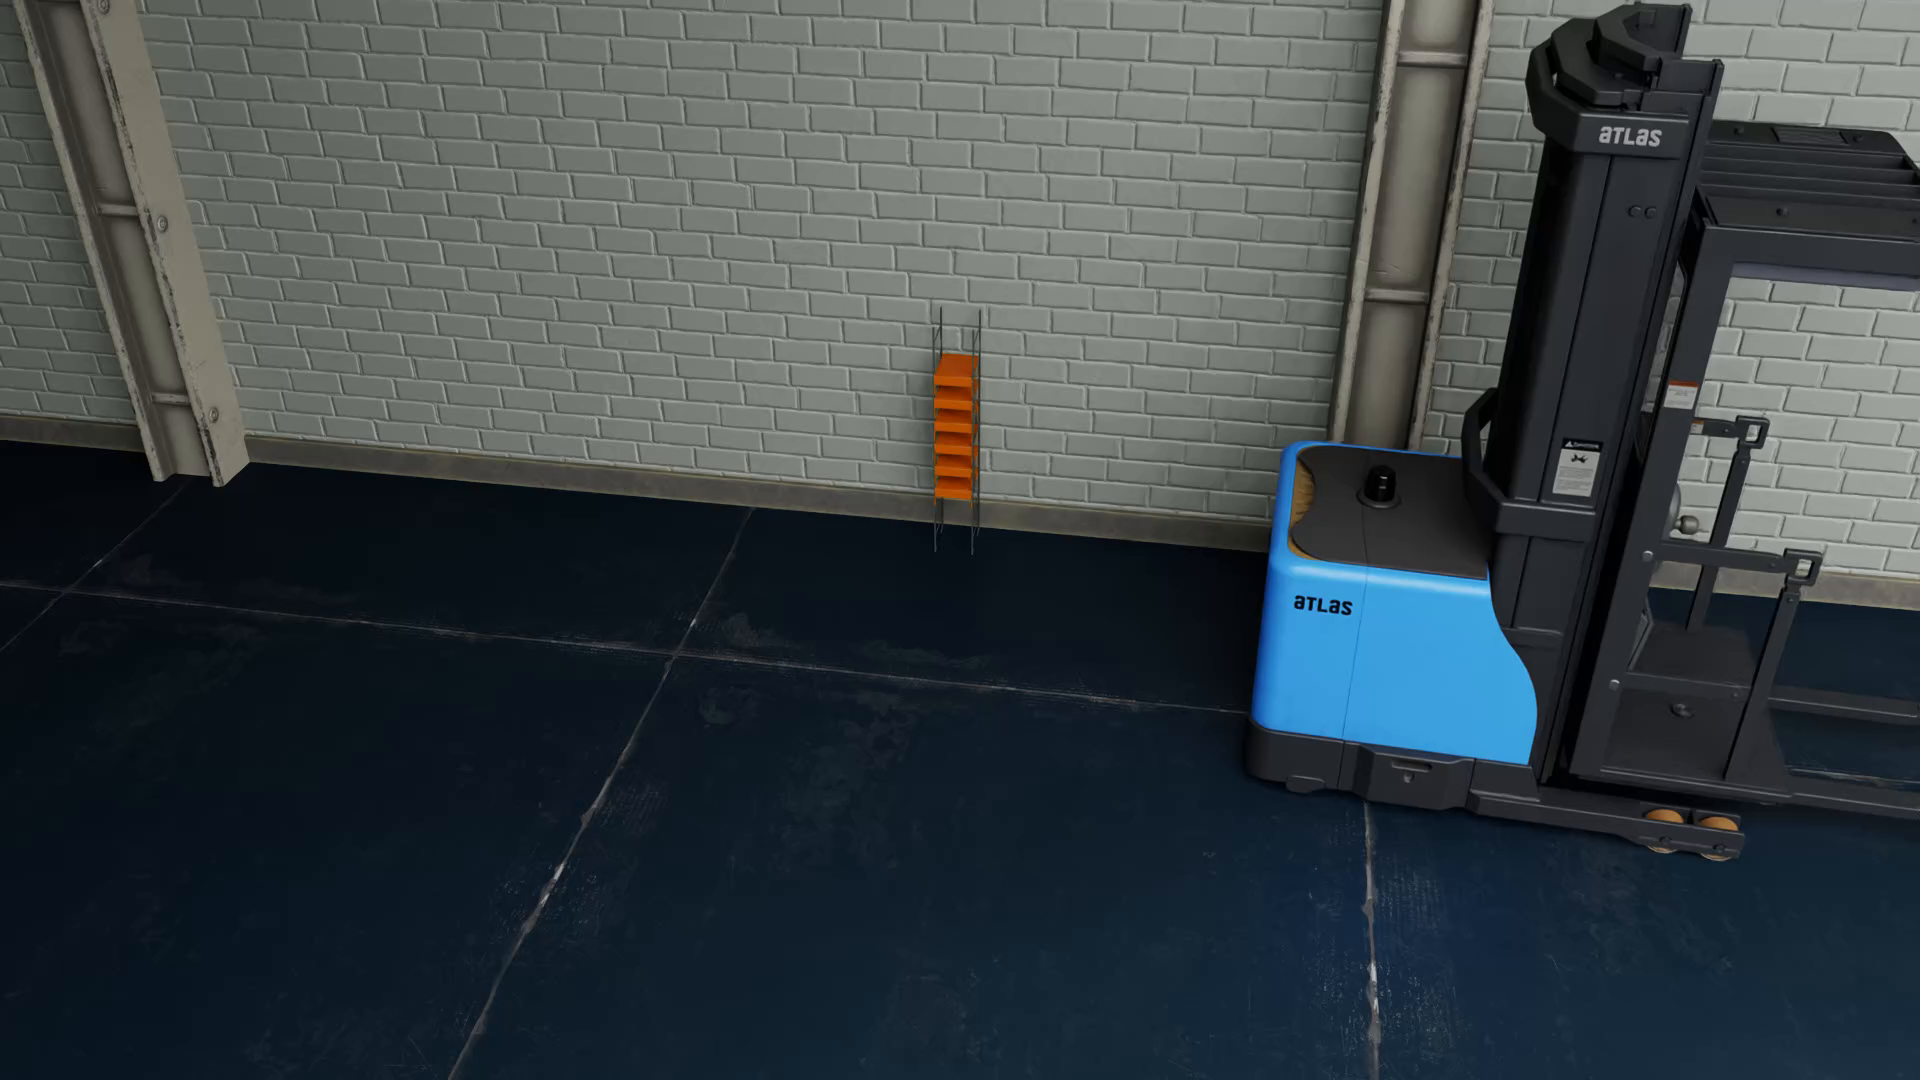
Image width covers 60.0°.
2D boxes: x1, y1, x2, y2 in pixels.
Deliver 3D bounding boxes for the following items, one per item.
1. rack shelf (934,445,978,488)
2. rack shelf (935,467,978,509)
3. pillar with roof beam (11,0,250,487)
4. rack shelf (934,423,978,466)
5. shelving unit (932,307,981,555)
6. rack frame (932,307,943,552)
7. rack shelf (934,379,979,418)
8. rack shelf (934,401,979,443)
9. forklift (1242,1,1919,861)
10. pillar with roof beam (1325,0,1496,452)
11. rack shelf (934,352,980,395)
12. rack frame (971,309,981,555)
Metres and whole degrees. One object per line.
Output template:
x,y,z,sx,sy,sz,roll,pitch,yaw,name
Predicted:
-0.014,-0.365,8.013,0.180,0.103,0.258,5,32,7,rack shelf
-0.014,-0.264,8.077,0.180,0.103,0.258,5,32,7,rack shelf
-4.750,-1.939,2.866,0.400,9.000,9.100,5,32,8,pillar with roof beam
-0.014,-0.467,7.949,0.180,0.103,0.258,5,32,7,rack shelf
-0.014,-0.505,7.926,0.189,1.200,0.258,5,32,7,shelving unit
-0.104,-0.512,7.937,0.006,1.200,0.240,5,32,7,rack frame
-0.014,-0.671,7.822,0.180,0.103,0.258,5,32,7,rack shelf
-0.014,-0.569,7.886,0.180,0.103,0.258,5,32,7,rack shelf
2.705,-0.337,6.026,3.031,2.935,1.130,7,33,11,forklift
1.164,-1.403,2.010,0.400,9.000,9.100,5,32,8,pillar with roof beam
-0.014,-0.772,7.758,0.180,0.103,0.258,5,32,7,rack shelf
0.077,-0.498,7.914,0.006,1.200,0.240,5,32,7,rack frame
